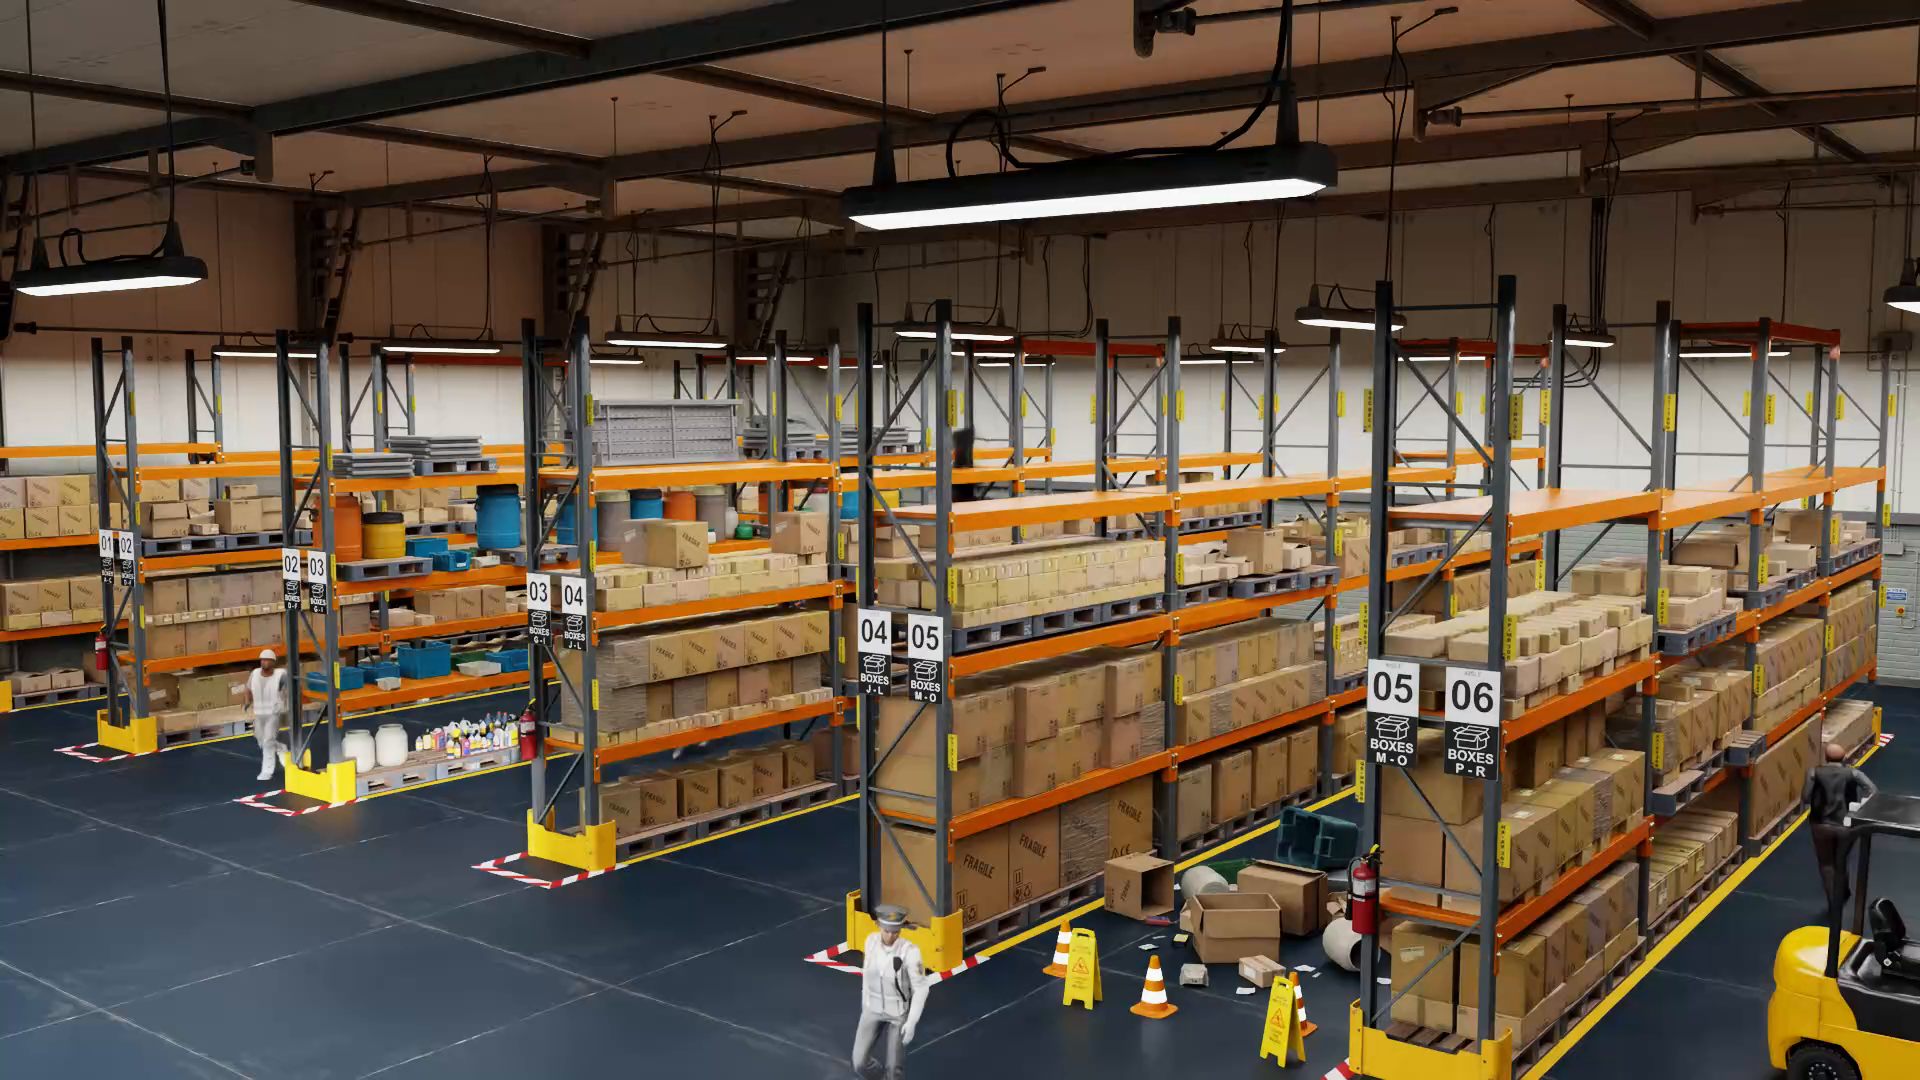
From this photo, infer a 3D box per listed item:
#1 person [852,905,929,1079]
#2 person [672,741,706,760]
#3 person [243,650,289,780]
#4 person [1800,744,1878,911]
[{"bbox_3d":[-0.485,3.341,11.732,0.599,1.627,0.620,1,5,15],"label":"person"},{"bbox_3d":[-4.015,2.198,23.855,0.784,1.782,0.799,1,5,13],"label":"person"},{"bbox_3d":[-9.341,2.336,22.558,0.698,1.739,0.766,1,5,7],"label":"person"},{"bbox_3d":[8.825,2.892,16.750,0.663,1.647,0.728,2,5,20],"label":"person"}]
